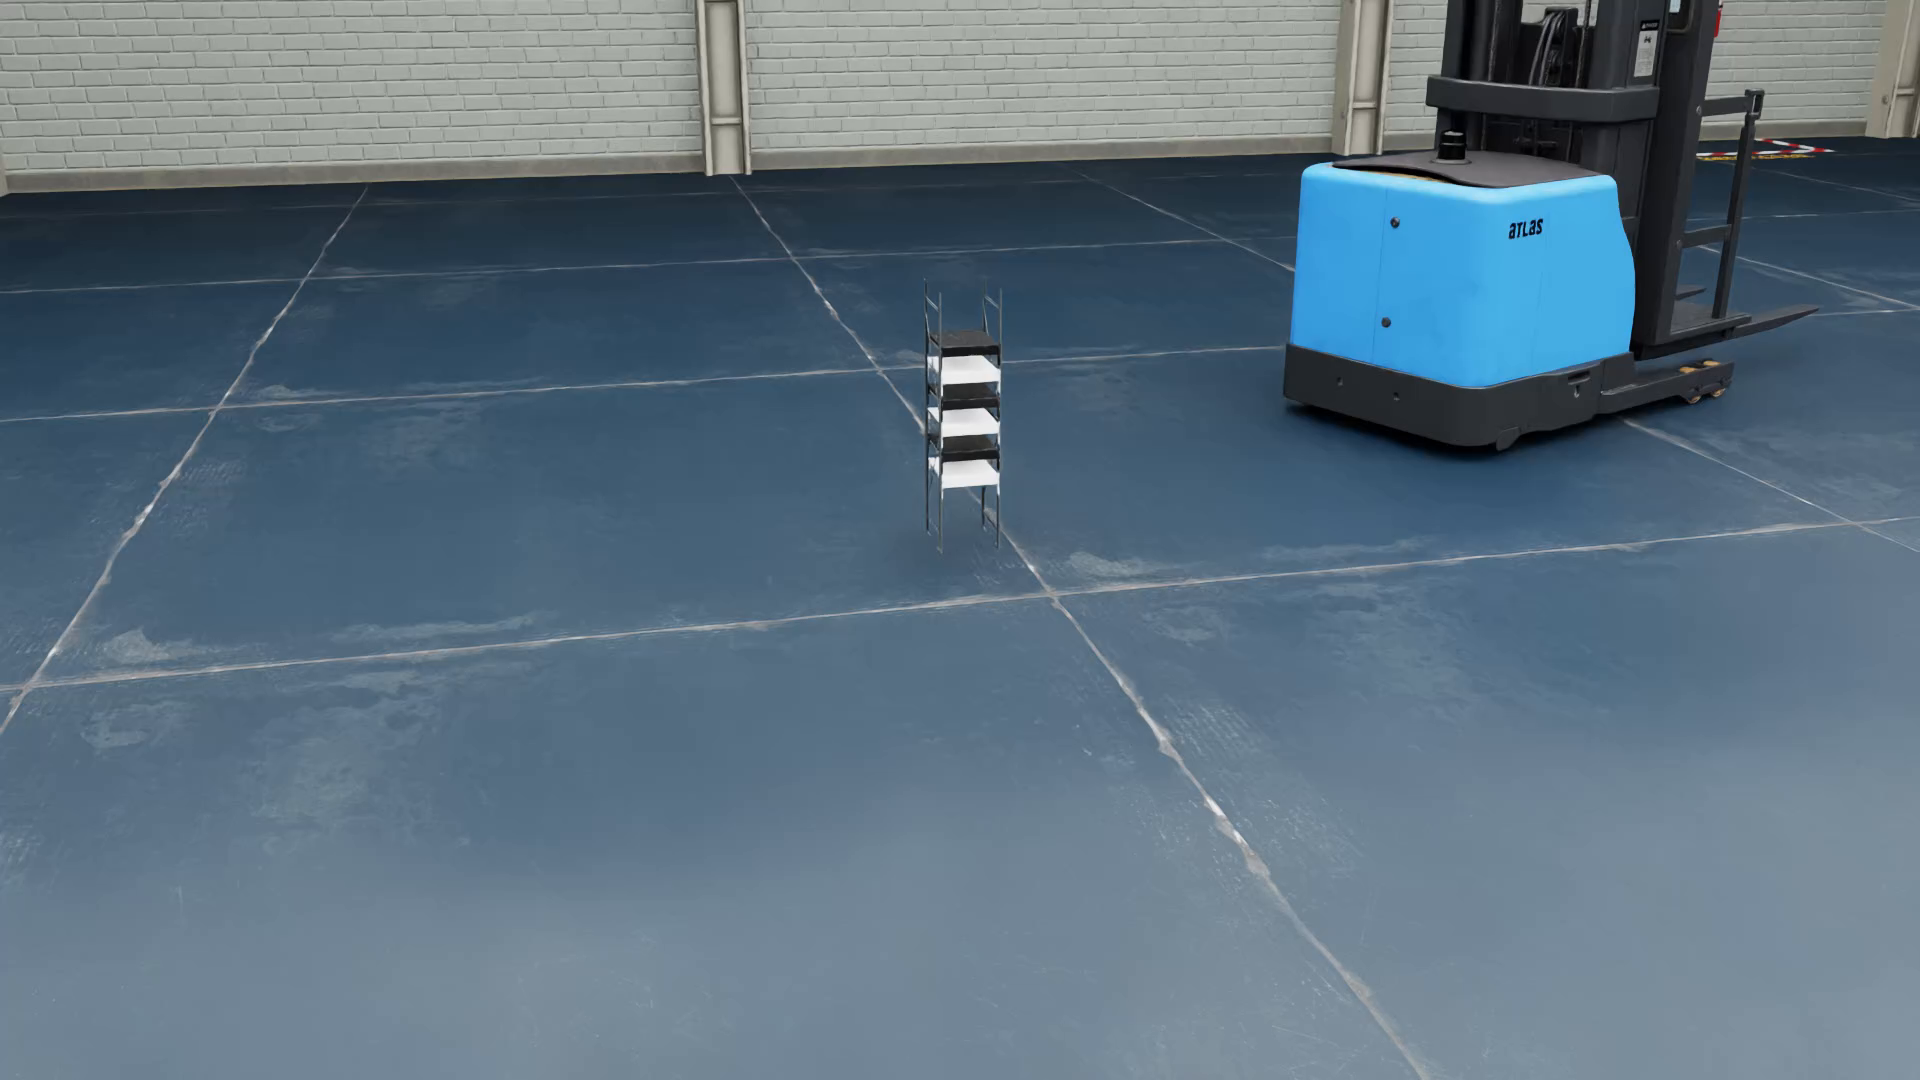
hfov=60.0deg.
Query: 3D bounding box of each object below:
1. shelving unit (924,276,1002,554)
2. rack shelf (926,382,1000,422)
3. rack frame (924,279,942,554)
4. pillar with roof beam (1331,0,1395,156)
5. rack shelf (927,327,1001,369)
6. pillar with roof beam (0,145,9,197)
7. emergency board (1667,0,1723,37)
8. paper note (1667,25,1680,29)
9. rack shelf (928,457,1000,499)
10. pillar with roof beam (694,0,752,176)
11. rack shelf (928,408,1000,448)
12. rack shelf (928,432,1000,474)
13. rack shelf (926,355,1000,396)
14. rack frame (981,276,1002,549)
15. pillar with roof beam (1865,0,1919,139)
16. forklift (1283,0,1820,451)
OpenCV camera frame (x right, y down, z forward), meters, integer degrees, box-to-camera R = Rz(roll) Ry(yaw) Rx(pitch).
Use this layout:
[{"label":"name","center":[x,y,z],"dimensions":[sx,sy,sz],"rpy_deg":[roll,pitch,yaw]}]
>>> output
[{"label":"shelving unit","center":[0.008,-0.423,5.662],"dimensions":[0.210,0.900,0.258],"rpy_deg":[-5,21,-12]},{"label":"rack shelf","center":[0.008,-0.476,5.642],"dimensions":[0.200,0.077,0.258],"rpy_deg":[-5,21,-12]},{"label":"rack frame","center":[-0.091,-0.415,5.640],"dimensions":[0.006,0.900,0.240],"rpy_deg":[-5,21,-12]},{"label":"pillar with roof beam","center":[4.783,-6.491,10.452],"dimensions":[0.400,9.000,9.100],"rpy_deg":[-5,21,-12]},{"label":"rack shelf","center":[0.008,-0.645,5.580],"dimensions":[0.200,0.077,0.258],"rpy_deg":[-5,21,-12]},{"label":"pillar with roof beam","center":[-6.895,-5.541,7.859],"dimensions":[0.400,9.000,9.100],"rpy_deg":[-5,21,-12]},{"label":"emergency board","center":[7.218,-5.407,16.215],"dimensions":[0.643,1.169,0.194],"rpy_deg":[-5,21,-12]},{"label":"paper note","center":[7.029,-5.003,16.391],"dimensions":[0.142,0.148,0.016],"rpy_deg":[-5,21,-12]},{"label":"rack shelf","center":[0.008,-0.223,5.735],"dimensions":[0.200,0.077,0.258],"rpy_deg":[-5,21,-12]},{"label":"pillar with roof beam","center":[-1.056,-6.016,9.156],"dimensions":[0.400,9.000,9.100],"rpy_deg":[-5,21,-12]},{"label":"rack shelf","center":[0.008,-0.392,5.673],"dimensions":[0.200,0.077,0.258],"rpy_deg":[-5,21,-12]},{"label":"rack shelf","center":[0.008,-0.307,5.704],"dimensions":[0.200,0.077,0.258],"rpy_deg":[-5,21,-12]},{"label":"rack shelf","center":[0.008,-0.561,5.611],"dimensions":[0.200,0.077,0.258],"rpy_deg":[-5,21,-12]},{"label":"rack frame","center":[0.107,-0.431,5.684],"dimensions":[0.006,0.900,0.240],"rpy_deg":[-5,21,-12]},{"label":"pillar with roof beam","center":[10.622,-6.966,11.748],"dimensions":[0.400,9.000,9.100],"rpy_deg":[-5,21,-12]},{"label":"forklift","center":[2.915,-2.121,7.343],"dimensions":[3.031,2.935,1.130],"rpy_deg":[-14,25,-34]}]
